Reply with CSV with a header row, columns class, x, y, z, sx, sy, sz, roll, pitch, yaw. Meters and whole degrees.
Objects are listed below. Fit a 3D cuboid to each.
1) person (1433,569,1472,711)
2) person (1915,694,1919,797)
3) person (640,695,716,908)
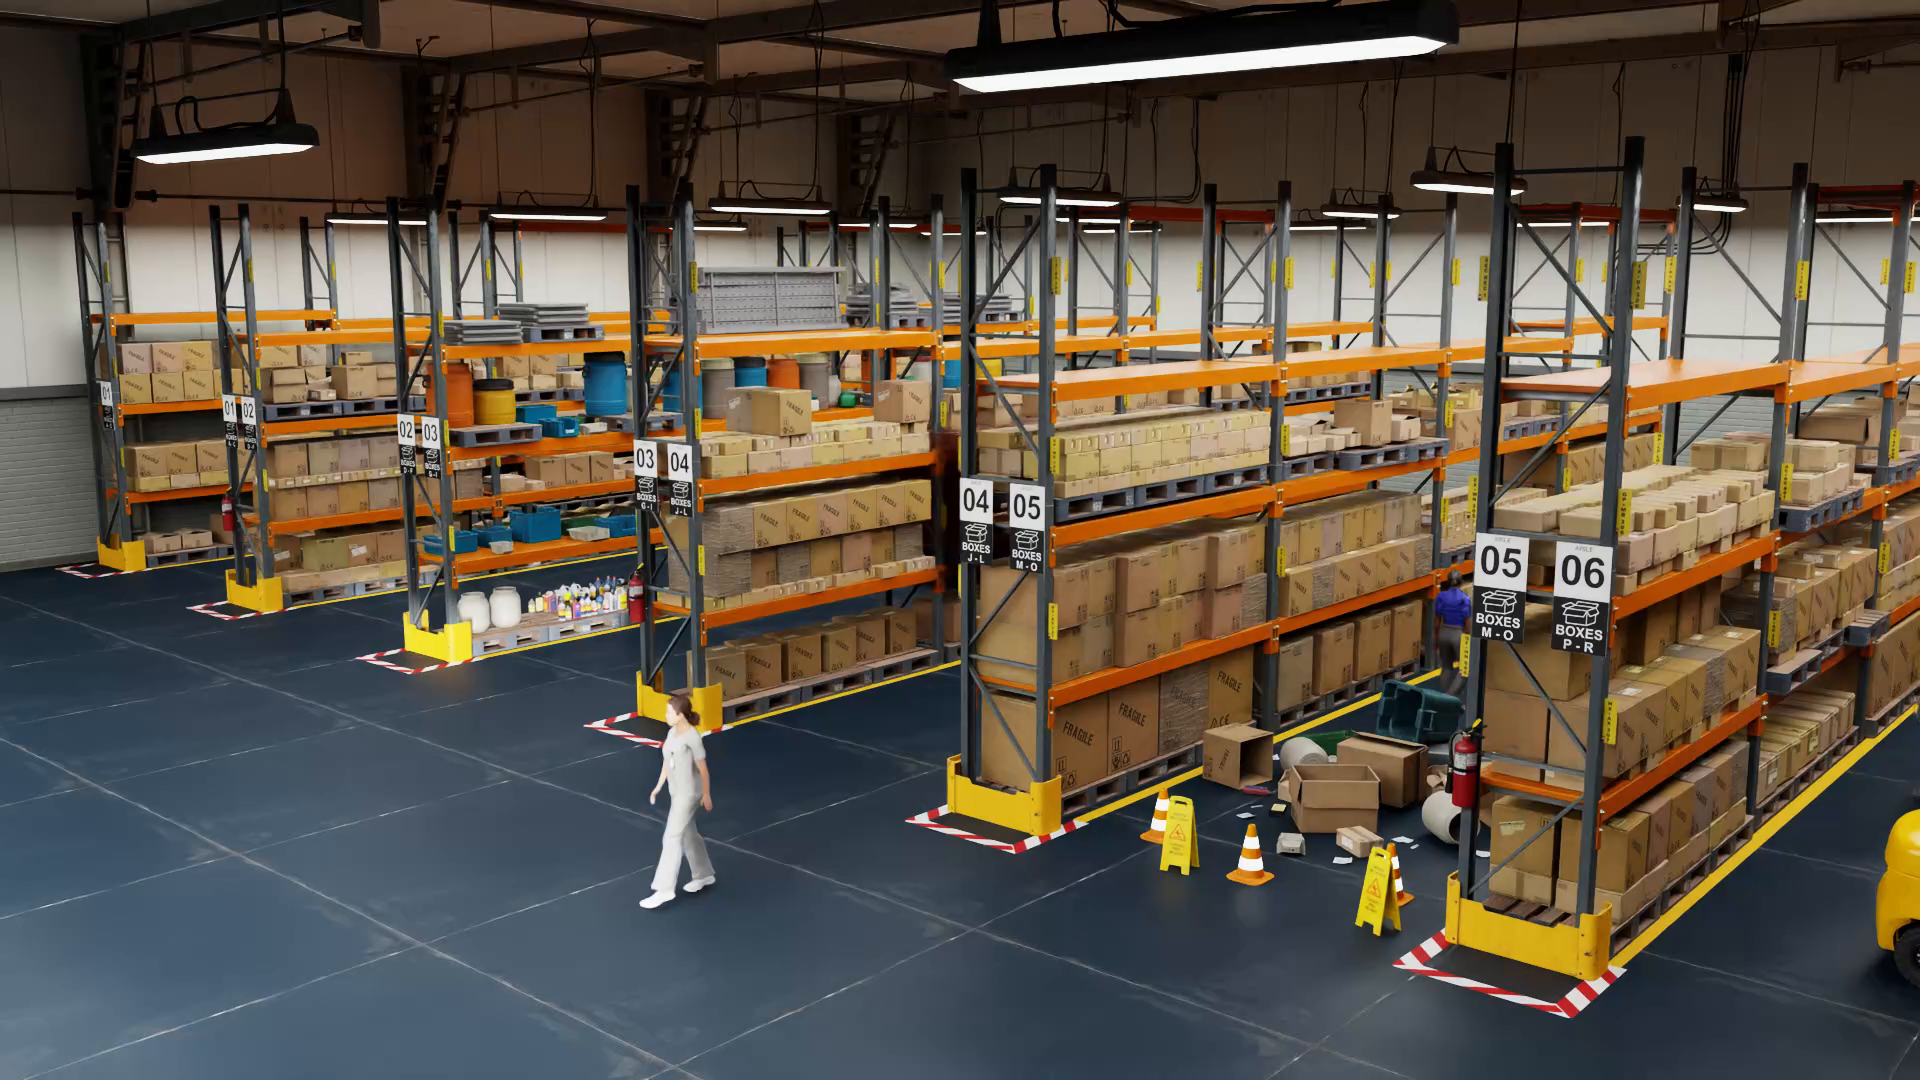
class,x,y,z,sx,sy,sz,roll,pitch,yaw
person,5.722,1.168,19.314,0.500,1.655,0.521,8,13,41
person,9.617,1.701,16.137,0.553,1.652,0.581,3,10,18
person,-2.364,2.232,13.634,0.771,1.415,0.517,-6,11,-33
